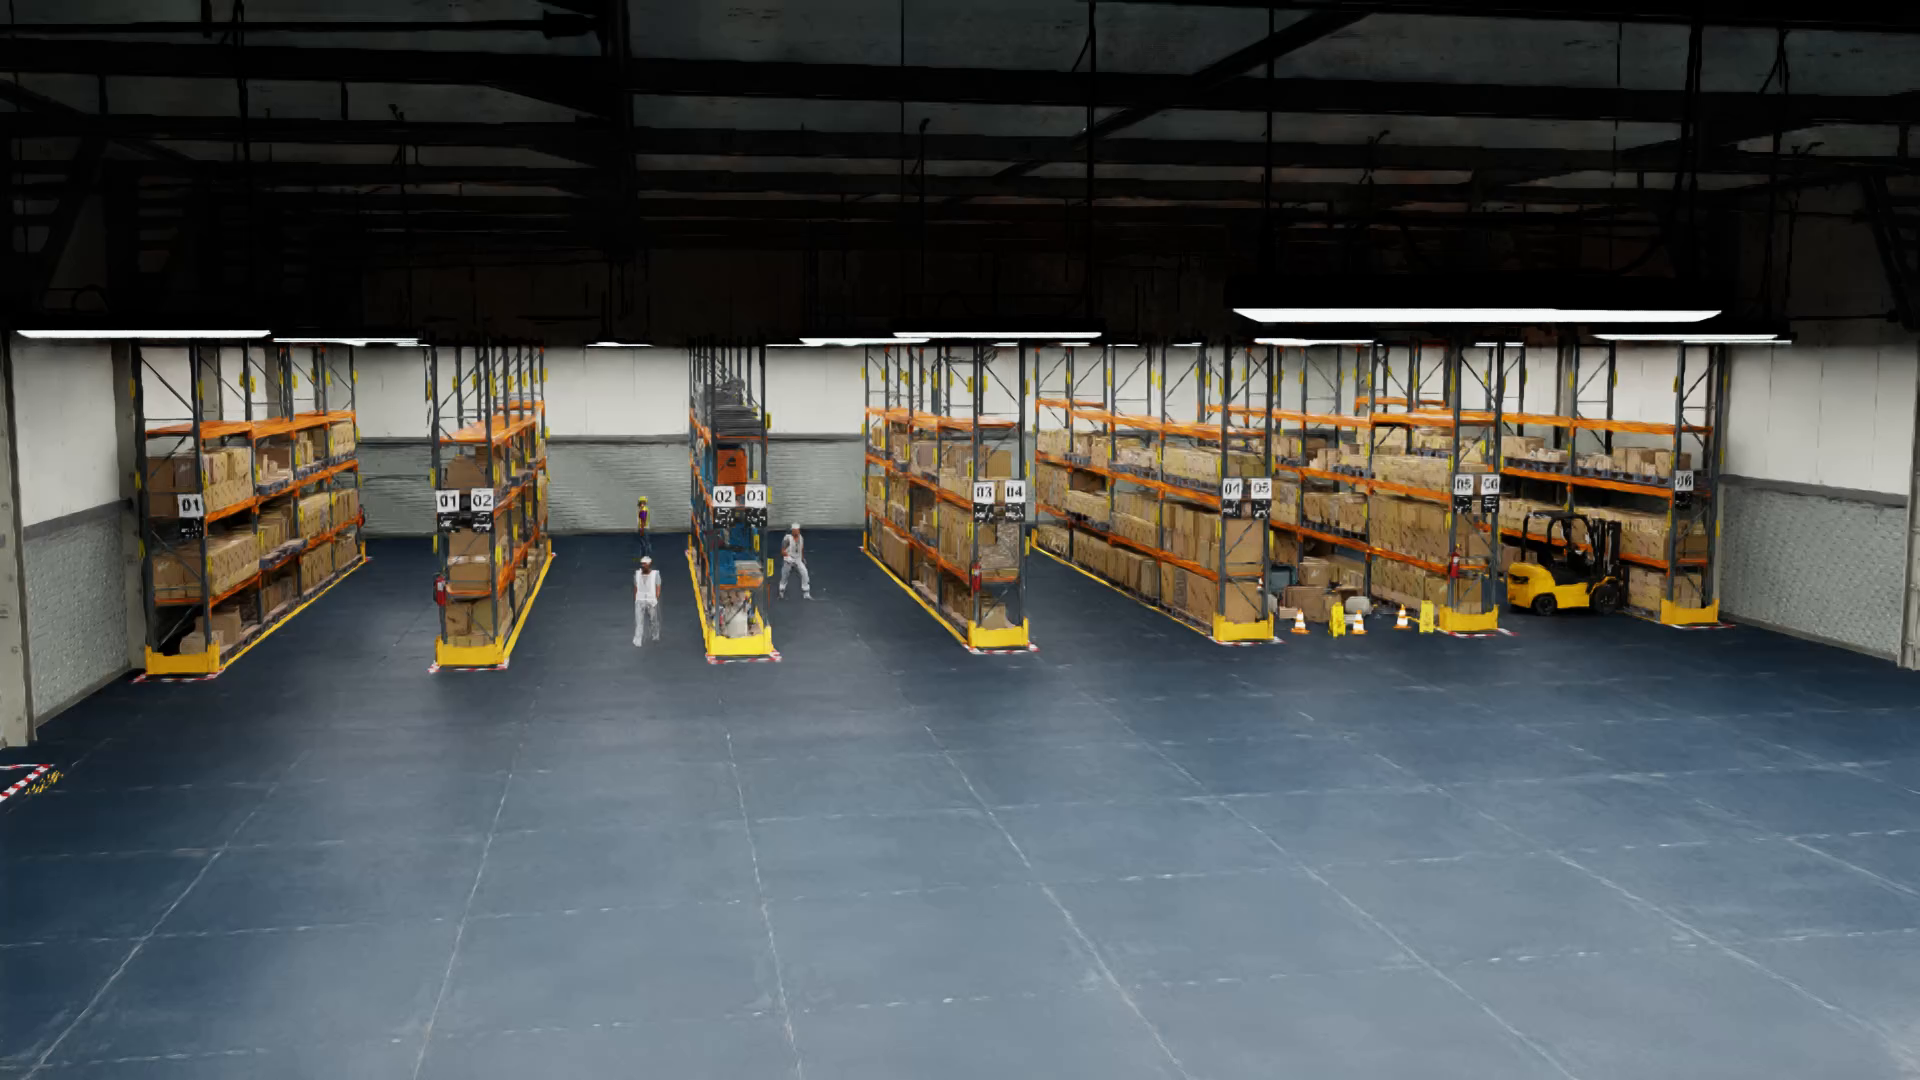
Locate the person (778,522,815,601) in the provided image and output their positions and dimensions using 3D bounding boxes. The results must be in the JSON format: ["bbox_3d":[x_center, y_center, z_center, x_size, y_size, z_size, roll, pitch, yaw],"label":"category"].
[{"bbox_3d":[-3.605,0.461,36.003,0.675,1.722,0.844,-4,7,-29],"label":"person"}]

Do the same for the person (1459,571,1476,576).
[{"bbox_3d":[11.454,0.584,37.528,0.415,1.677,0.537,-6,9,-42],"label":"person"}]

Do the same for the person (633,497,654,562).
[{"bbox_3d":[-8.557,-0.292,44.872,0.577,1.767,0.742,-1,7,-5],"label":"person"}]

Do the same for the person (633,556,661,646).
[{"bbox_3d":[-6.070,1.163,32.279,0.553,1.724,1.036,0,7,-2],"label":"person"}]
